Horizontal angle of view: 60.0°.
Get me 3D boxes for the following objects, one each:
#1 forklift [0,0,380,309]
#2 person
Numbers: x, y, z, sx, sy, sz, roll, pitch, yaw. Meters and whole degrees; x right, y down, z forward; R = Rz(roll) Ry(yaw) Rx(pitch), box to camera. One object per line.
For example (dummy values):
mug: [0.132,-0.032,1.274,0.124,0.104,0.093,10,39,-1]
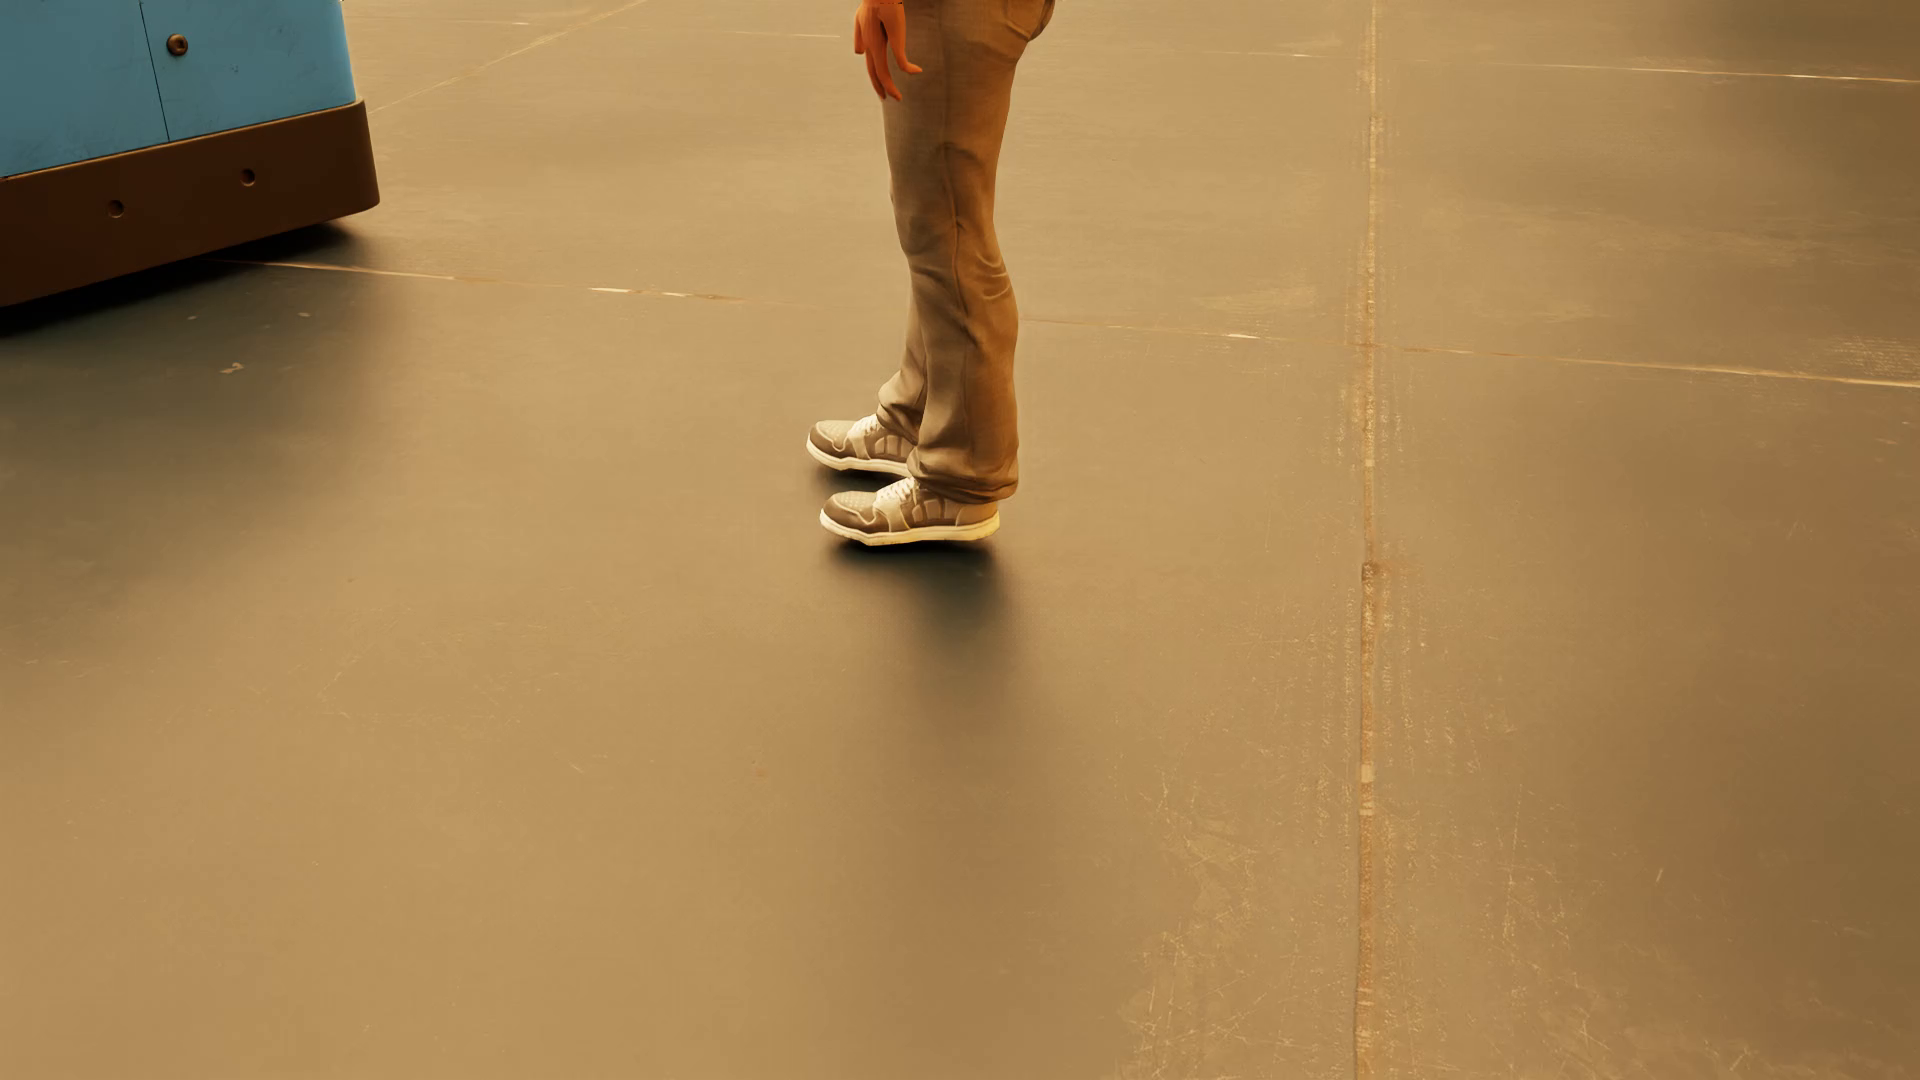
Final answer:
forklift: [-2.863,-2.239,3.684,3.031,2.935,1.130,17,32,31]
person: [-0.070,-0.733,2.164,0.473,1.599,0.521,6,27,11]
